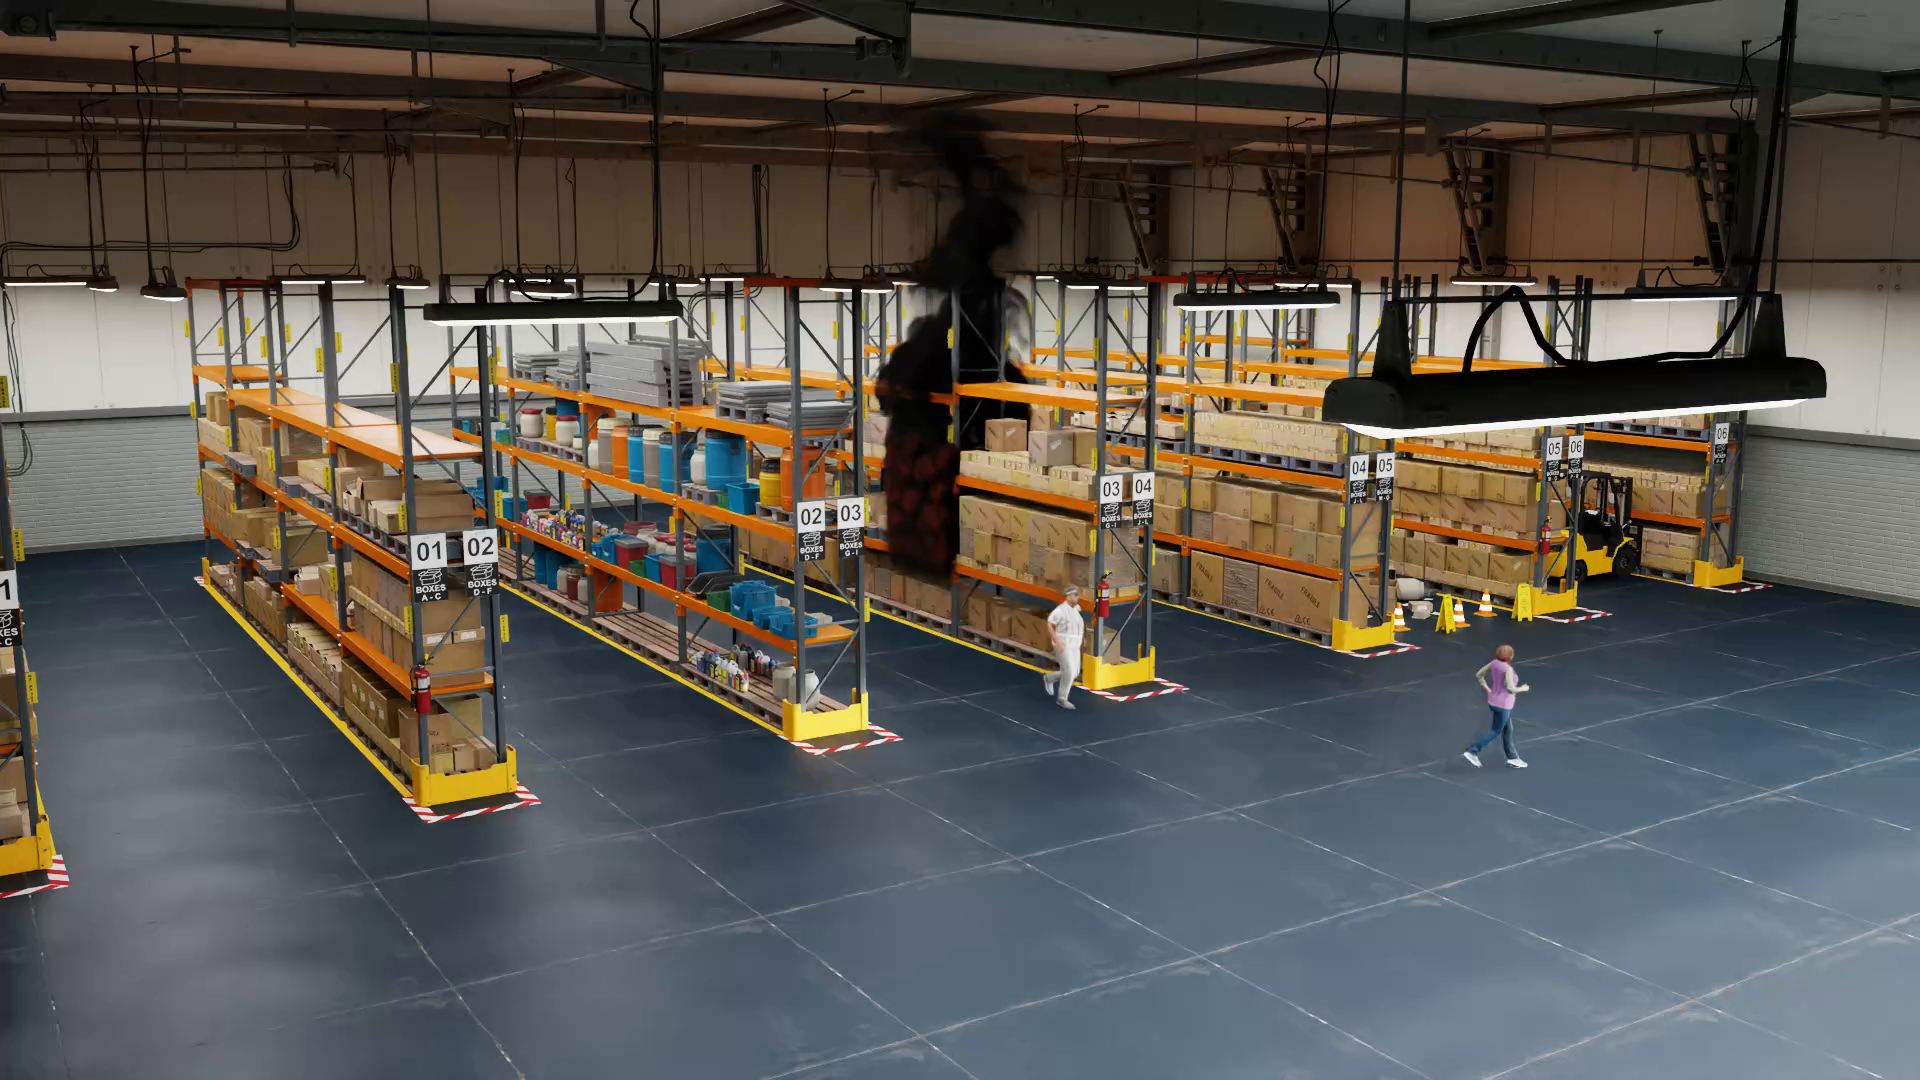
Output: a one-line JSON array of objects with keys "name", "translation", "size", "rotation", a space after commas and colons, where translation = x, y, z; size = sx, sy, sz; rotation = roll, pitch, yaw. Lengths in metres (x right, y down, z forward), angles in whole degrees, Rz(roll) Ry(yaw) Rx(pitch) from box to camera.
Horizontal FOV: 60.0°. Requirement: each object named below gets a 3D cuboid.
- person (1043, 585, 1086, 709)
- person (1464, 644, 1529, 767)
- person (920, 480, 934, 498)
[{"name": "person", "translation": [1.507, 1.510, 23.974], "size": [0.682, 1.749, 0.702], "rotation": [8, 13, 41]}, {"name": "person", "translation": [6.713, 2.129, 20.704], "size": [0.873, 1.507, 0.539], "rotation": [-1, 10, -6]}, {"name": "person", "translation": [-0.649, -0.475, 35.892], "size": [0.618, 1.689, 0.638], "rotation": [-4, 10, -24]}]
